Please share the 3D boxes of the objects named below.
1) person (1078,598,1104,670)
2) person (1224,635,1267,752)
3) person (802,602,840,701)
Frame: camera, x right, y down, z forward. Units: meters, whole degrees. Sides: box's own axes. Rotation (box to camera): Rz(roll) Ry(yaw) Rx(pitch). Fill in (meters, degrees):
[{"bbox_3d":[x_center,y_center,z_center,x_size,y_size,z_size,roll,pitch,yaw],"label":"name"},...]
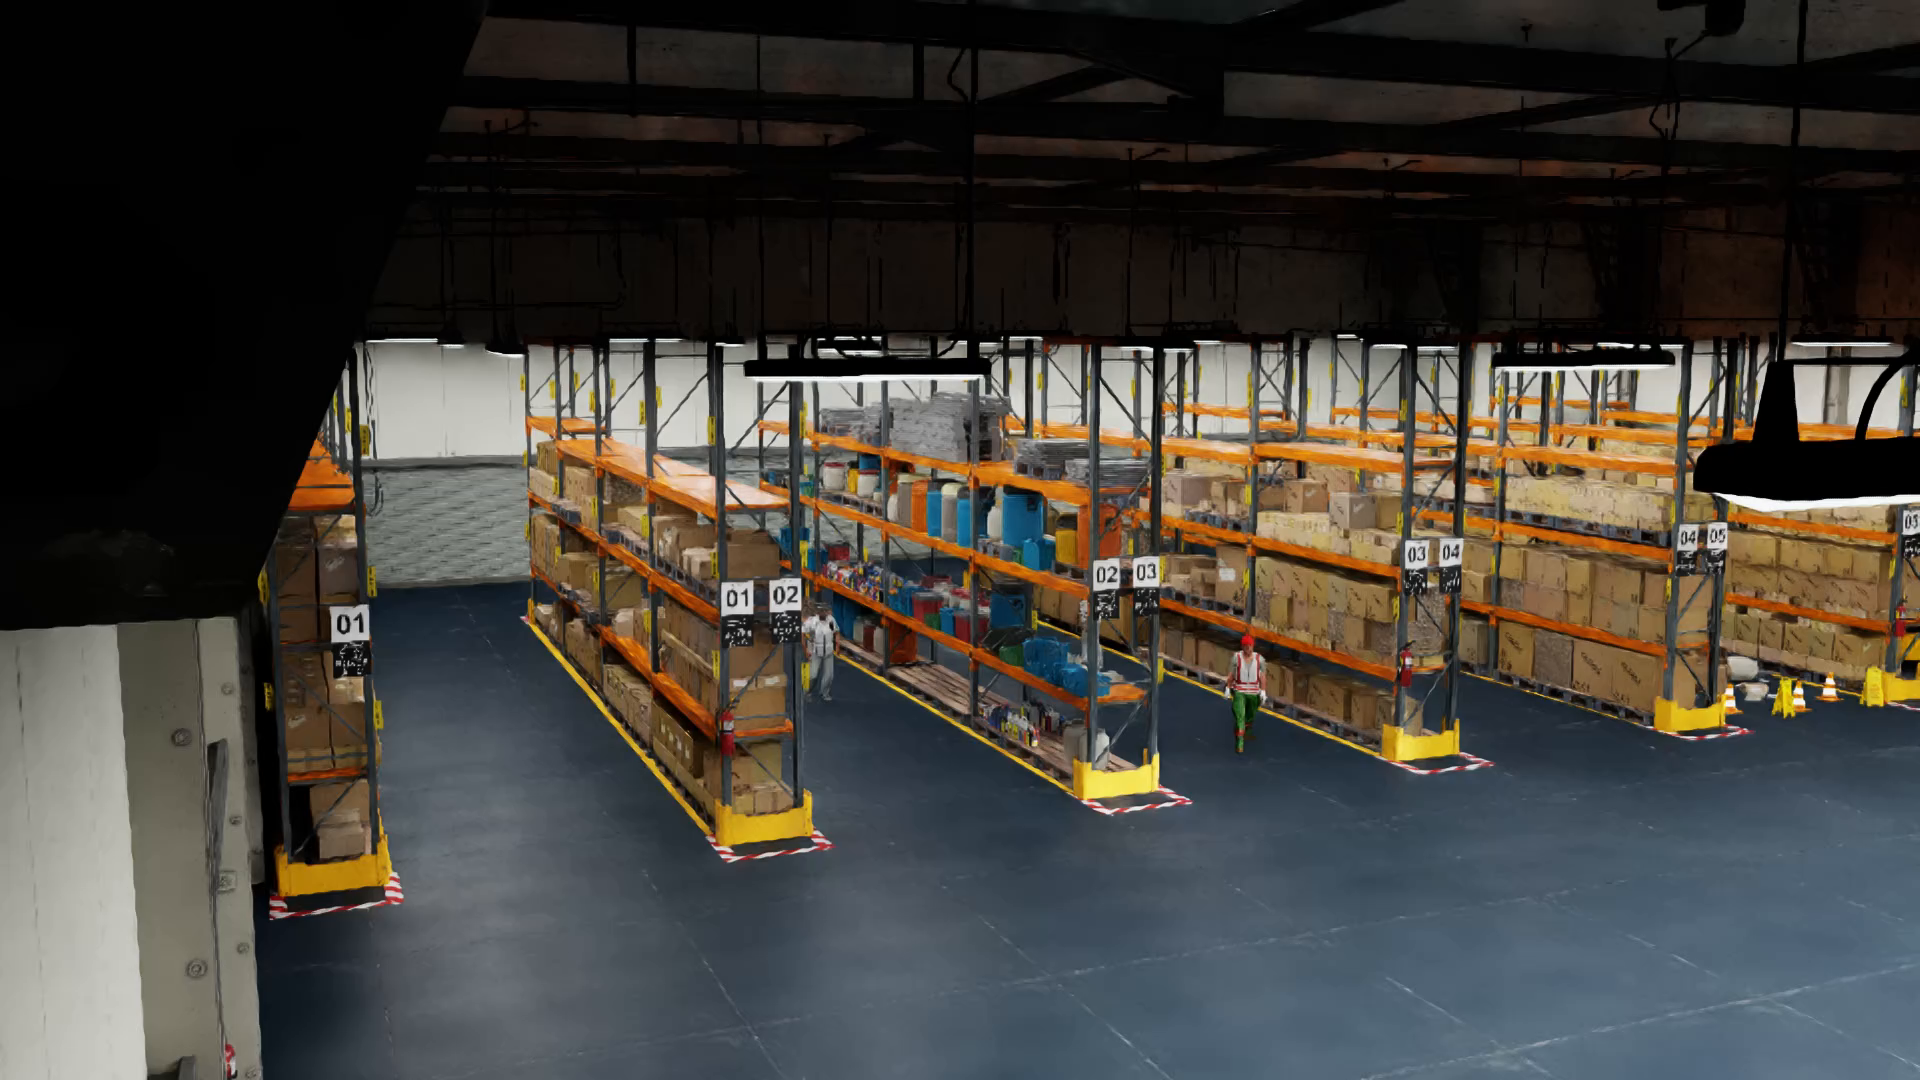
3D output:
[{"bbox_3d":[2.325,1.491,30.187,0.567,1.657,0.611,0,8,2],"label":"person"},{"bbox_3d":[4.222,2.227,24.537,0.596,1.734,0.978,0,8,-2],"label":"person"},{"bbox_3d":[-2.315,1.832,27.538,0.683,1.714,0.532,-3,8,-24],"label":"person"}]
